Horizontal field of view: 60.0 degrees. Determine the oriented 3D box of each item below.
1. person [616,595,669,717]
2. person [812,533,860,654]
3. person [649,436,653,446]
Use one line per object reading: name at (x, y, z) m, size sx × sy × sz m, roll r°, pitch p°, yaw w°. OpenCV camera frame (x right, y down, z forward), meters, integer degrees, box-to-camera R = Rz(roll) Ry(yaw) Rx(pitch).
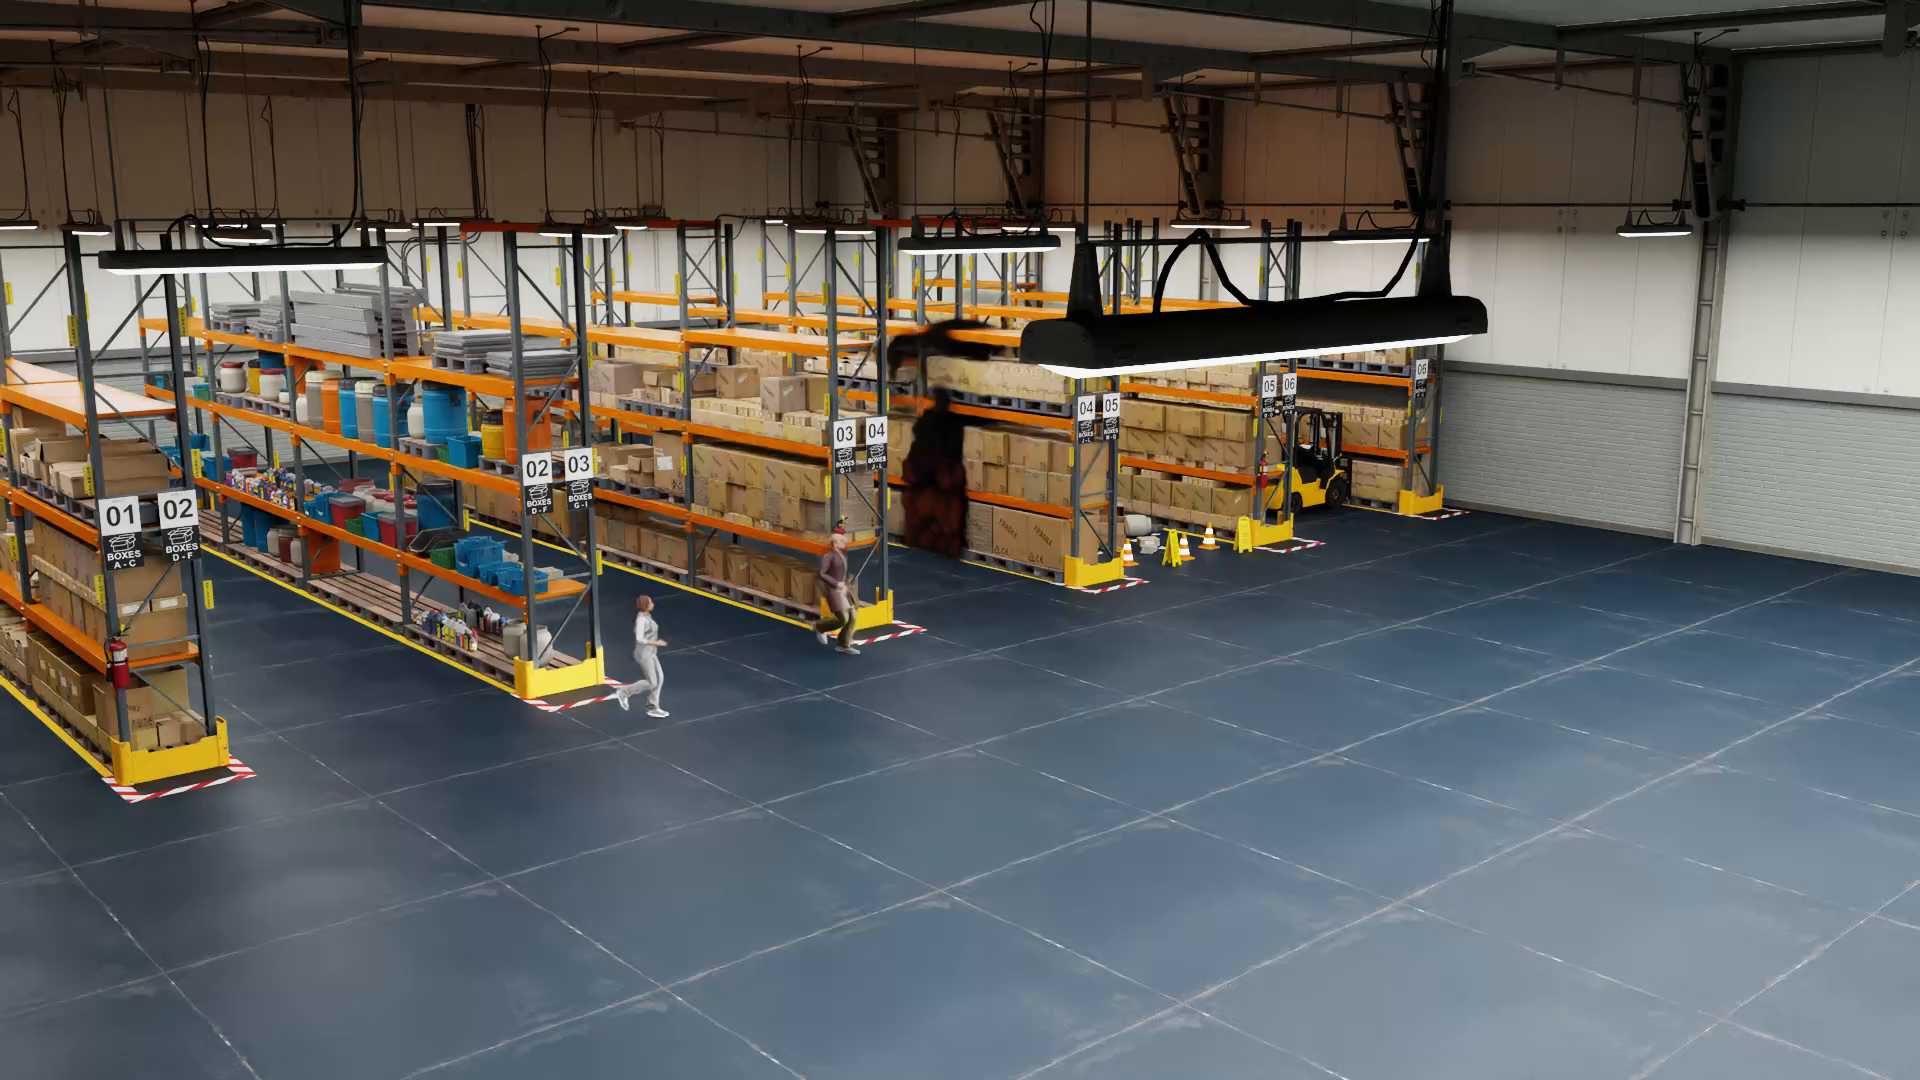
person at (-3.965, 1.450, 20.754) m, size 0.669 × 1.568 × 0.557 m, roll -1°, pitch 11°, yaw -4°
person at (-1.781, 0.766, 23.743) m, size 0.717 × 1.759 × 0.749 m, roll 5°, pitch 12°, yaw 23°
person at (-7.416, -2.738, 41.172) m, size 0.601 × 1.735 × 0.712 m, roll 2°, pitch 12°, yaw 8°
